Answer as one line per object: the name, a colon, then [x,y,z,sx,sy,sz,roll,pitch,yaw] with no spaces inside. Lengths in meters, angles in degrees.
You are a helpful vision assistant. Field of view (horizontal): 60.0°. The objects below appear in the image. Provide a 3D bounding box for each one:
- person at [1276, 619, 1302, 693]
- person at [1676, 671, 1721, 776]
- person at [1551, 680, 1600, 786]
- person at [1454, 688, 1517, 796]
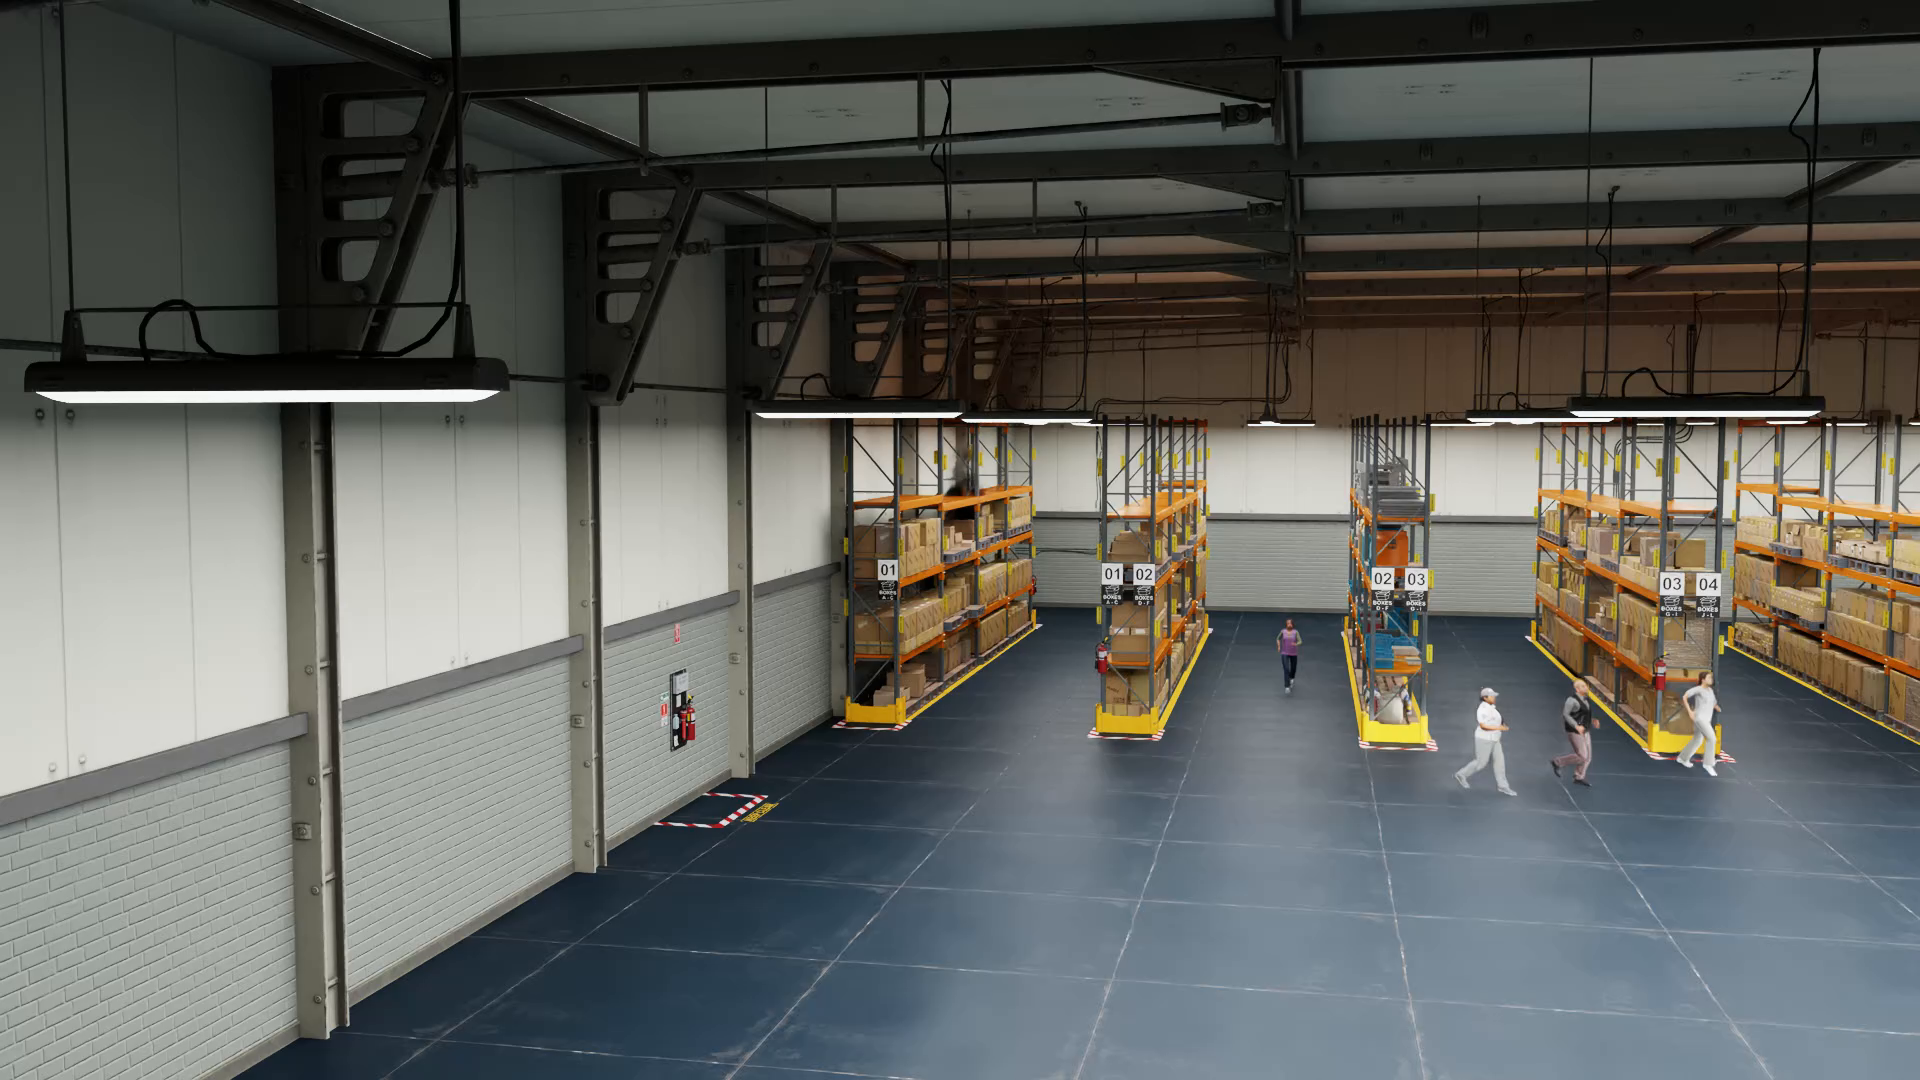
person: [7.176,2.511,36.268,0.543,1.552,0.878,1,4,9]
person: [12.406,3.044,27.855,0.563,1.720,0.746,-4,5,-43]
person: [9.961,3.103,26.837,0.661,1.697,0.613,-4,5,-44]
person: [8.247,3.139,26.041,0.943,1.662,0.606,3,5,35]
